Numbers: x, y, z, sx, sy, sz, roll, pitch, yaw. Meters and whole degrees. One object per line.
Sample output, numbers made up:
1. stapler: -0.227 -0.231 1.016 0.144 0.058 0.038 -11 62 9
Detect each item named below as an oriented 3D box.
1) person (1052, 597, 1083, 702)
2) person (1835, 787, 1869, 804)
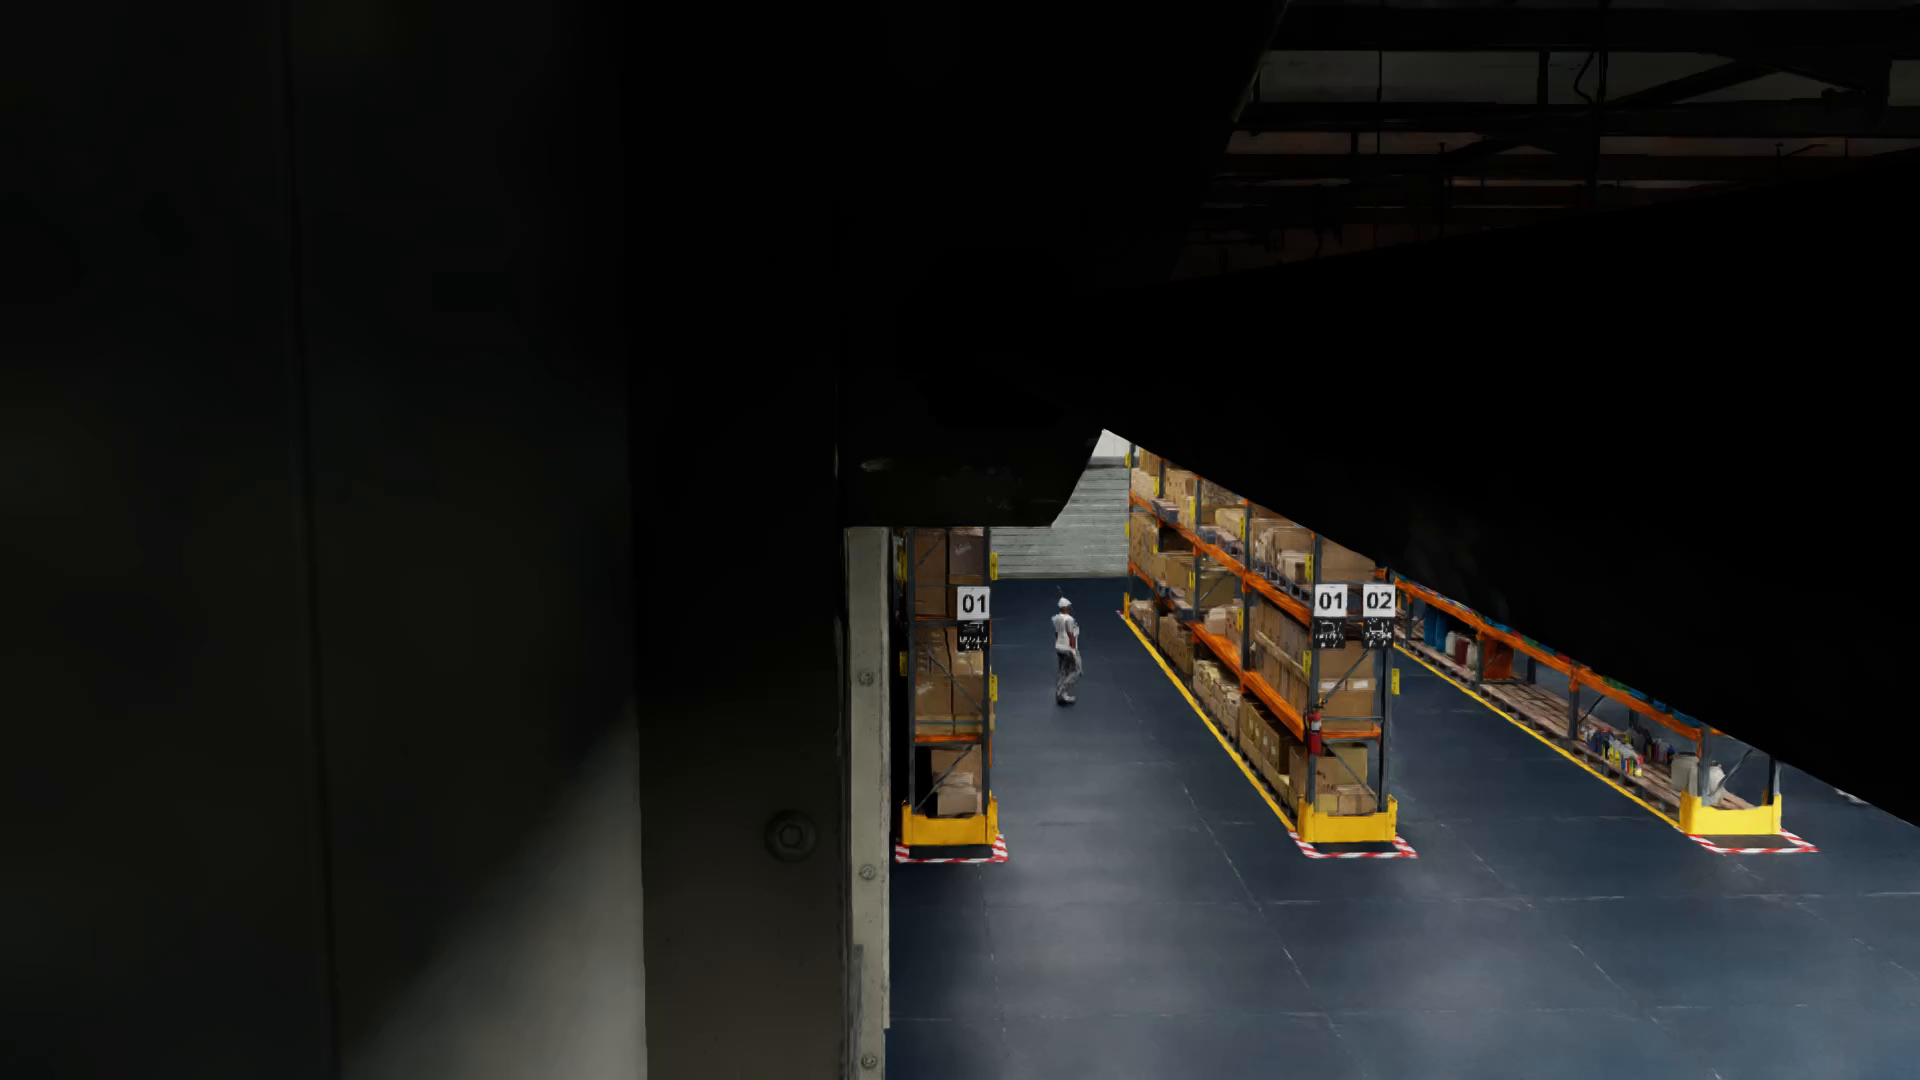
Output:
1. person: 1.784 1.854 28.085 0.445 1.780 0.600 -4 8 -28
2. person: 11.984 2.580 22.257 0.450 1.794 0.629 -4 8 -29
